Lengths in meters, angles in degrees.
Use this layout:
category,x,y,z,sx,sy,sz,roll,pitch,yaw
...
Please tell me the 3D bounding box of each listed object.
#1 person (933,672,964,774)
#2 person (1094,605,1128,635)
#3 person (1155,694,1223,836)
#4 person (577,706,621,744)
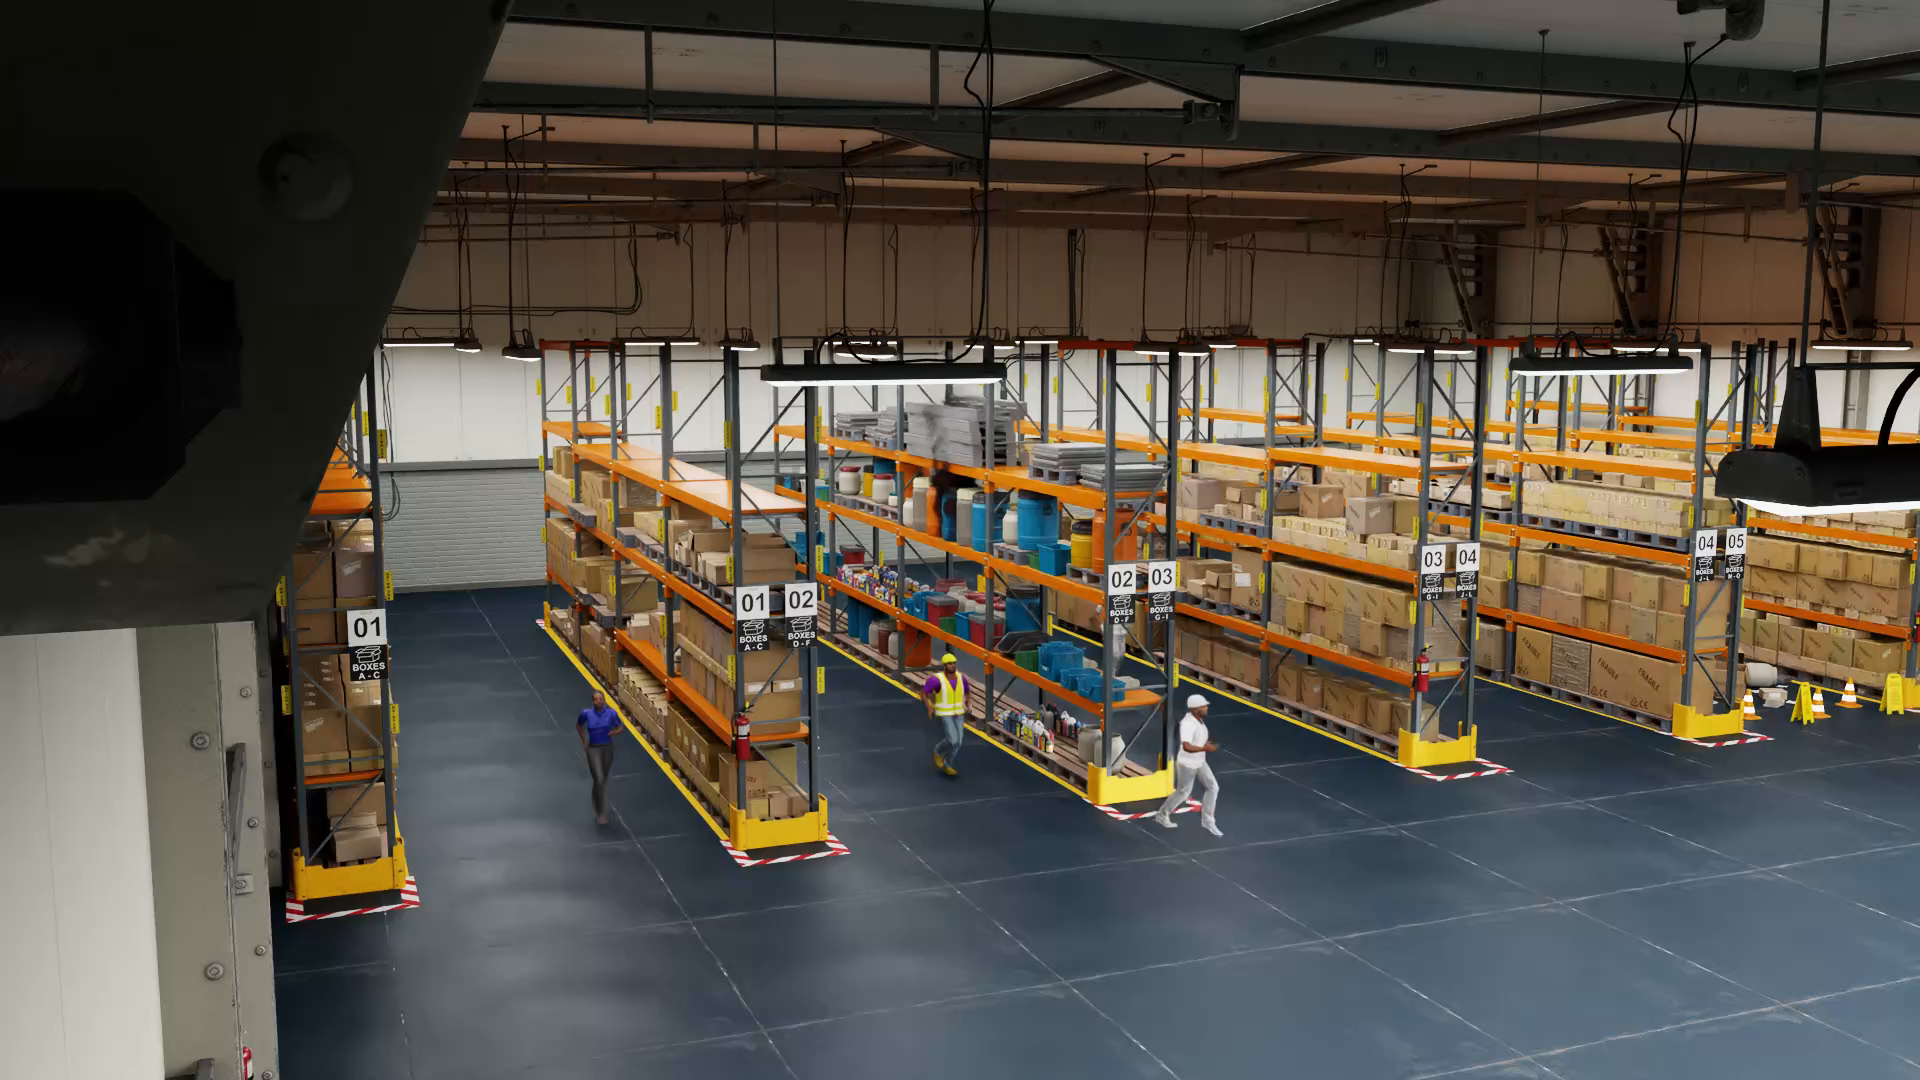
category,x,y,z,sx,sy,sz,roll,pitch,yaw
person,-0.122,2.584,23.355,0.434,1.448,0.530,-4,9,-31
person,2.761,1.223,29.084,0.660,0.884,0.586,-4,8,-28
person,2.847,2.793,20.643,0.842,1.795,0.719,3,8,24
person,-4.610,2.351,21.318,0.518,0.503,0.405,-4,8,-26
